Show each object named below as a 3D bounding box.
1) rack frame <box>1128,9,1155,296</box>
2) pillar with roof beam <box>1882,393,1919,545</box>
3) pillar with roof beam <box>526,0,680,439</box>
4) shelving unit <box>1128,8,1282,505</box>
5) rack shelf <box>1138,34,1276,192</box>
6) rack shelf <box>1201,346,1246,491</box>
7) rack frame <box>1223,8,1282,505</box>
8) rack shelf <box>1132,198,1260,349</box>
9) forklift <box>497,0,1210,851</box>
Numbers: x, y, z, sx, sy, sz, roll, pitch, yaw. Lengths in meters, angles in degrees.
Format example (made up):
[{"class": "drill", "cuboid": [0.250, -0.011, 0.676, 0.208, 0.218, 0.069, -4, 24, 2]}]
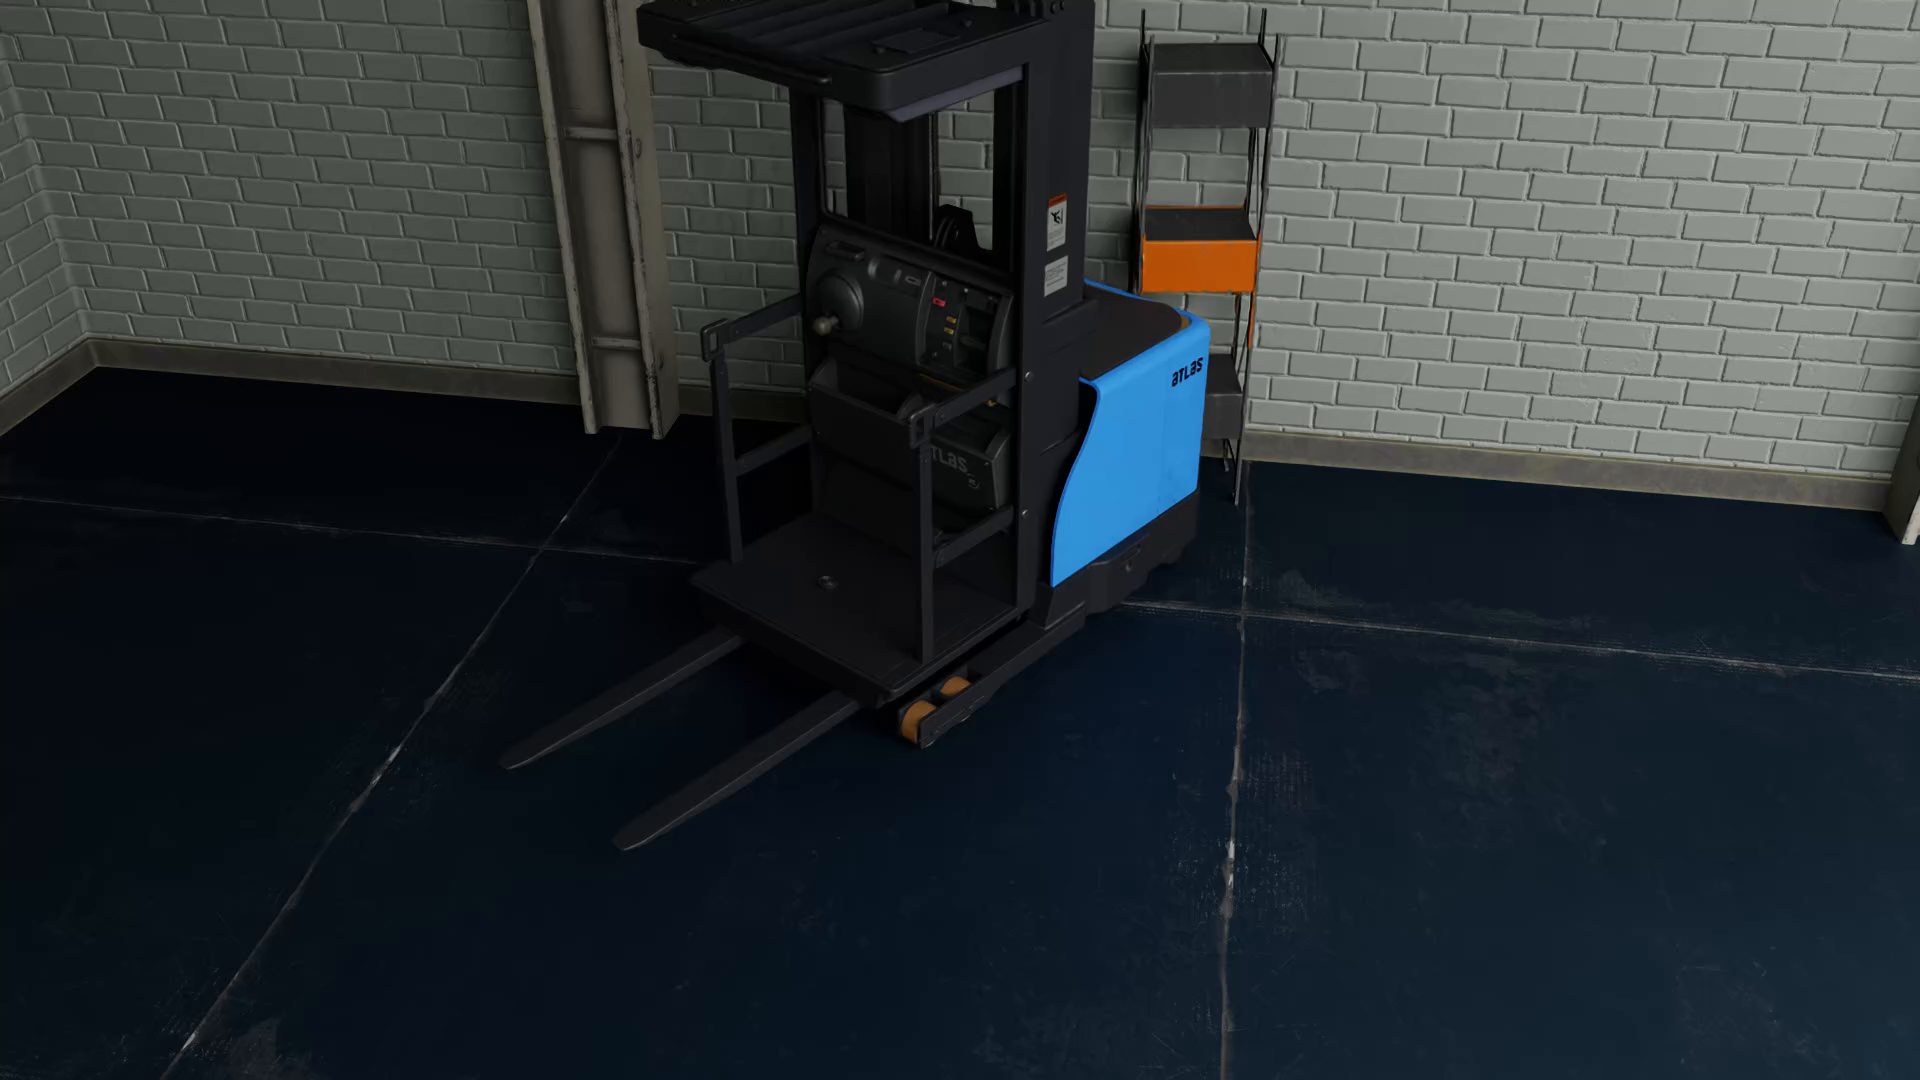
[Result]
[{"class": "rack frame", "cuboid": [0.749, -1.151, 7.110, 0.015, 2.100, 0.400, 0, 32, 0]}, {"class": "pillar with roof beam", "cuboid": [3.585, -1.611, 1.342, 0.400, 9.000, 9.100, 5, 32, 8]}, {"class": "pillar with roof beam", "cuboid": [-2.329, -2.146, 2.197, 0.400, 9.000, 9.100, 5, 32, 8]}, {"class": "shelving unit", "cuboid": [0.993, -1.152, 7.108, 0.503, 2.100, 0.431, 0, 32, 0]}, {"class": "rack shelf", "cuboid": [0.987, -1.734, 6.744, 0.480, 0.518, 0.431, 0, 32, 0]}, {"class": "rack shelf", "cuboid": [0.999, -0.548, 7.487, 0.480, 0.518, 0.431, 0, 32, 0]}, {"class": "rack frame", "cuboid": [1.237, -1.154, 7.107, 0.015, 2.100, 0.400, 0, 32, 0]}, {"class": "rack shelf", "cuboid": [0.993, -1.141, 7.116, 0.480, 0.518, 0.431, 0, 32, 0]}, {"class": "forklift", "cuboid": [-0.327, -0.793, 5.754, 1.130, 2.935, 3.031, 25, 40, 34]}]
